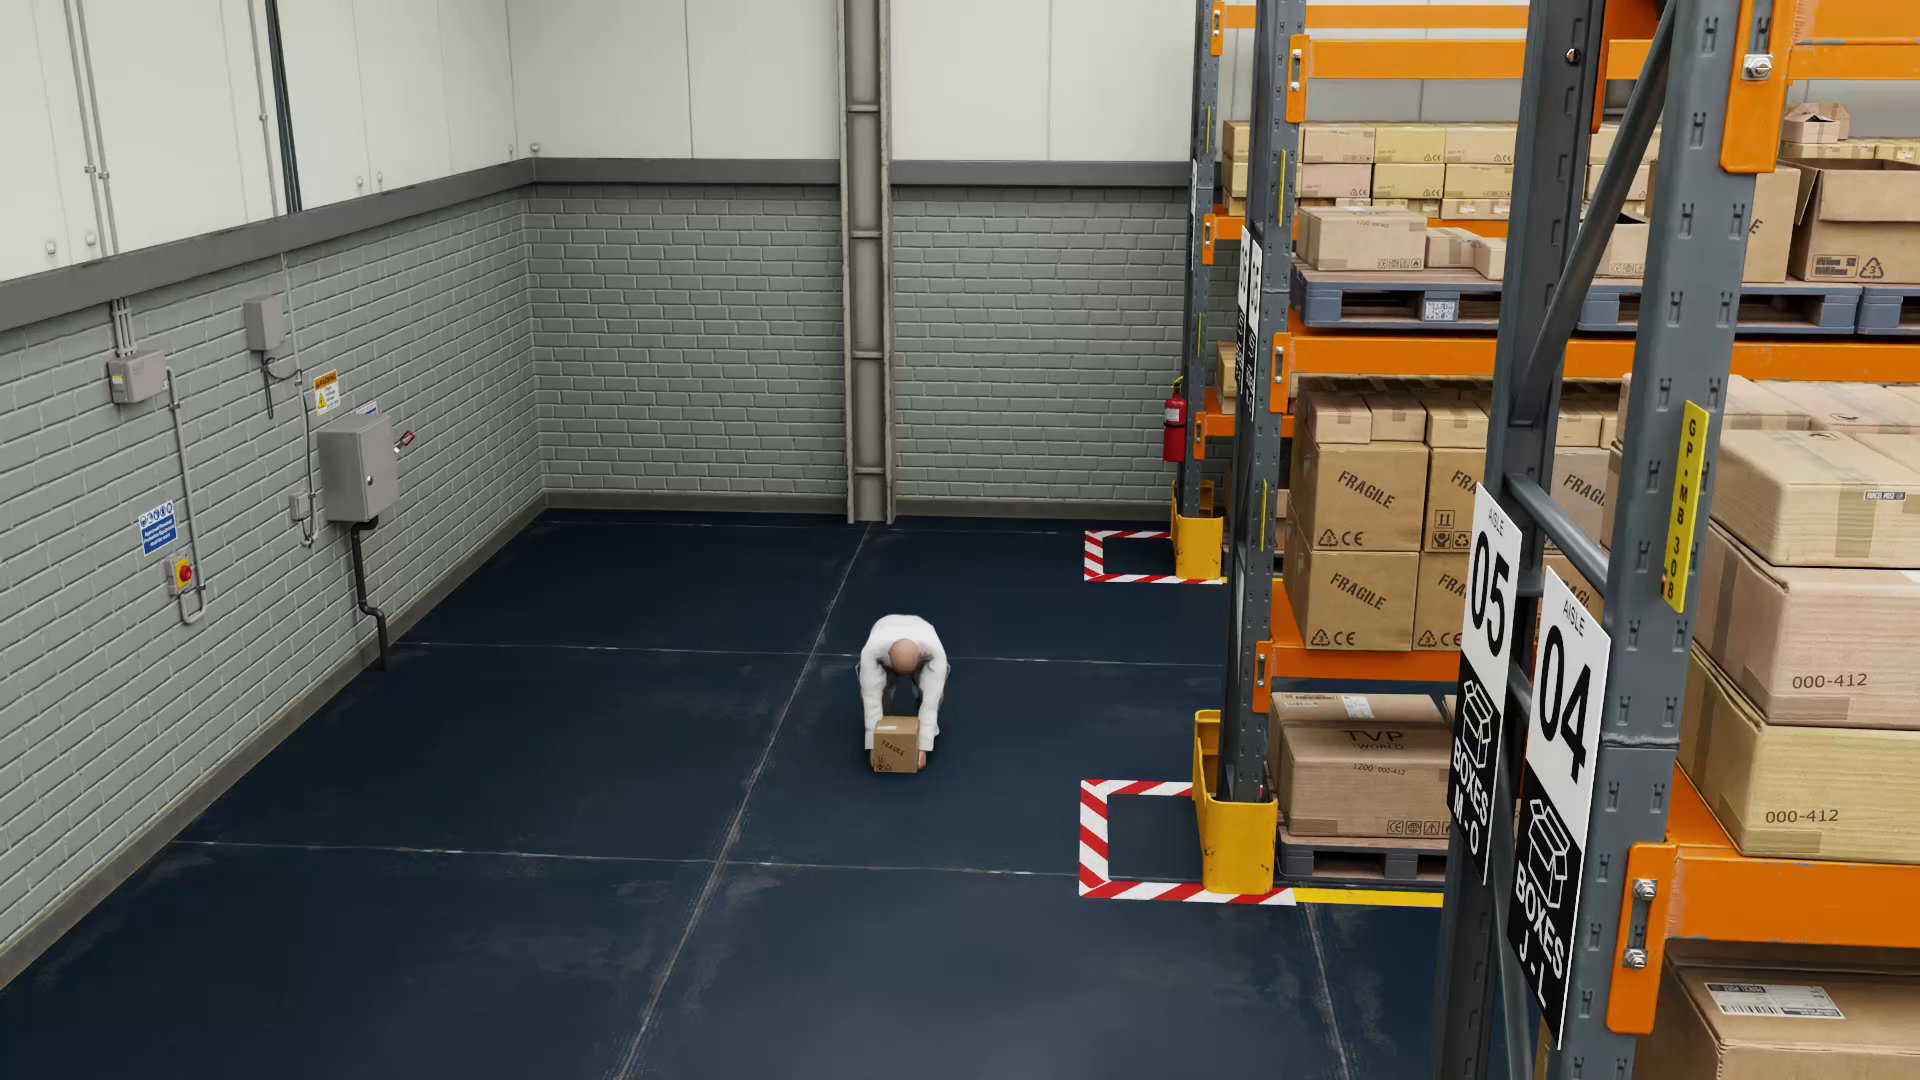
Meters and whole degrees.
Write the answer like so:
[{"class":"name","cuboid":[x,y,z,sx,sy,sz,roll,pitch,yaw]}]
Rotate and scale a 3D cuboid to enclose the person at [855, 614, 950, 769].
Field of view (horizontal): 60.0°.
[{"class":"person","cuboid":[-0.351,0.857,10.037,0.577,0.829,0.932,1,17,3]}]
